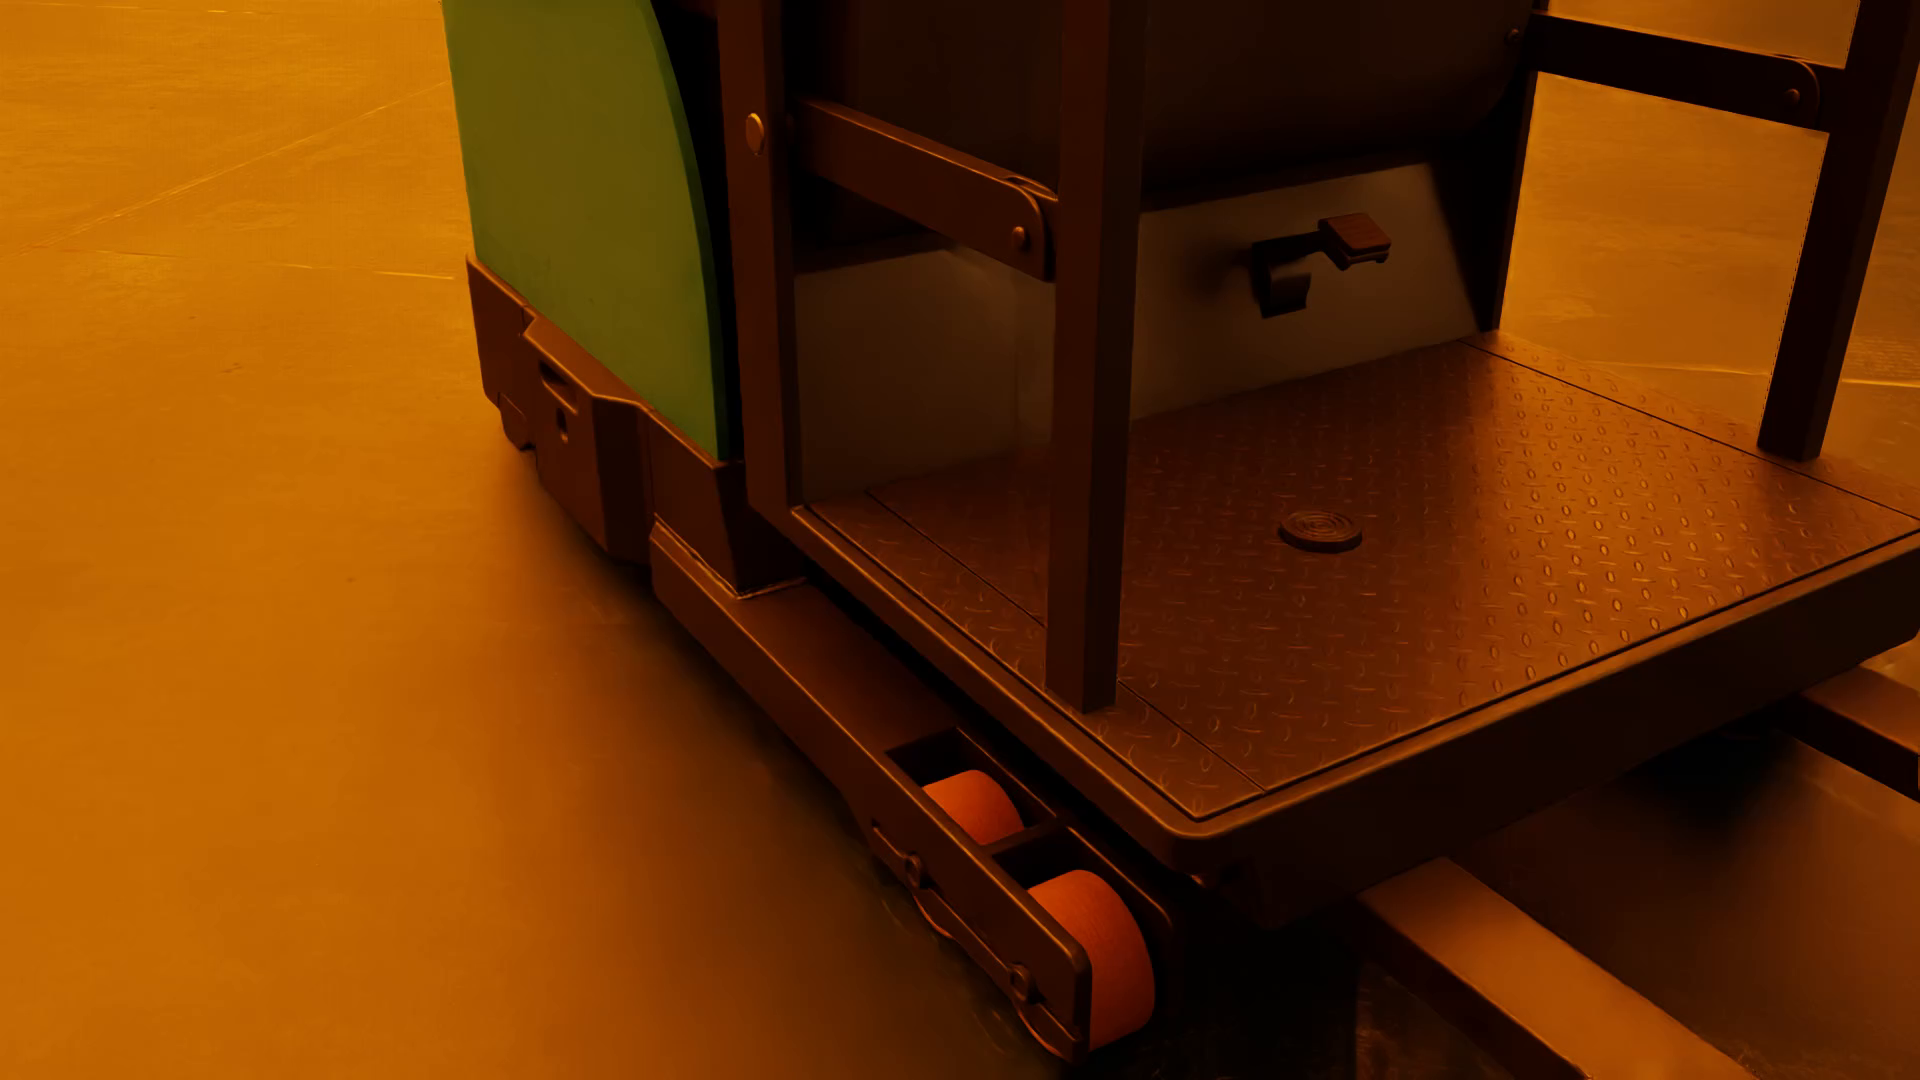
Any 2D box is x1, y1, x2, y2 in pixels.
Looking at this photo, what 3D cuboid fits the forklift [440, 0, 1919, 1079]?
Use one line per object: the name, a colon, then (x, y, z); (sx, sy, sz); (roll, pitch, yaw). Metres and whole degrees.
forklift: (0.384, -1.071, 1.369); (1.130, 2.935, 3.031); (-16, 31, -28)
